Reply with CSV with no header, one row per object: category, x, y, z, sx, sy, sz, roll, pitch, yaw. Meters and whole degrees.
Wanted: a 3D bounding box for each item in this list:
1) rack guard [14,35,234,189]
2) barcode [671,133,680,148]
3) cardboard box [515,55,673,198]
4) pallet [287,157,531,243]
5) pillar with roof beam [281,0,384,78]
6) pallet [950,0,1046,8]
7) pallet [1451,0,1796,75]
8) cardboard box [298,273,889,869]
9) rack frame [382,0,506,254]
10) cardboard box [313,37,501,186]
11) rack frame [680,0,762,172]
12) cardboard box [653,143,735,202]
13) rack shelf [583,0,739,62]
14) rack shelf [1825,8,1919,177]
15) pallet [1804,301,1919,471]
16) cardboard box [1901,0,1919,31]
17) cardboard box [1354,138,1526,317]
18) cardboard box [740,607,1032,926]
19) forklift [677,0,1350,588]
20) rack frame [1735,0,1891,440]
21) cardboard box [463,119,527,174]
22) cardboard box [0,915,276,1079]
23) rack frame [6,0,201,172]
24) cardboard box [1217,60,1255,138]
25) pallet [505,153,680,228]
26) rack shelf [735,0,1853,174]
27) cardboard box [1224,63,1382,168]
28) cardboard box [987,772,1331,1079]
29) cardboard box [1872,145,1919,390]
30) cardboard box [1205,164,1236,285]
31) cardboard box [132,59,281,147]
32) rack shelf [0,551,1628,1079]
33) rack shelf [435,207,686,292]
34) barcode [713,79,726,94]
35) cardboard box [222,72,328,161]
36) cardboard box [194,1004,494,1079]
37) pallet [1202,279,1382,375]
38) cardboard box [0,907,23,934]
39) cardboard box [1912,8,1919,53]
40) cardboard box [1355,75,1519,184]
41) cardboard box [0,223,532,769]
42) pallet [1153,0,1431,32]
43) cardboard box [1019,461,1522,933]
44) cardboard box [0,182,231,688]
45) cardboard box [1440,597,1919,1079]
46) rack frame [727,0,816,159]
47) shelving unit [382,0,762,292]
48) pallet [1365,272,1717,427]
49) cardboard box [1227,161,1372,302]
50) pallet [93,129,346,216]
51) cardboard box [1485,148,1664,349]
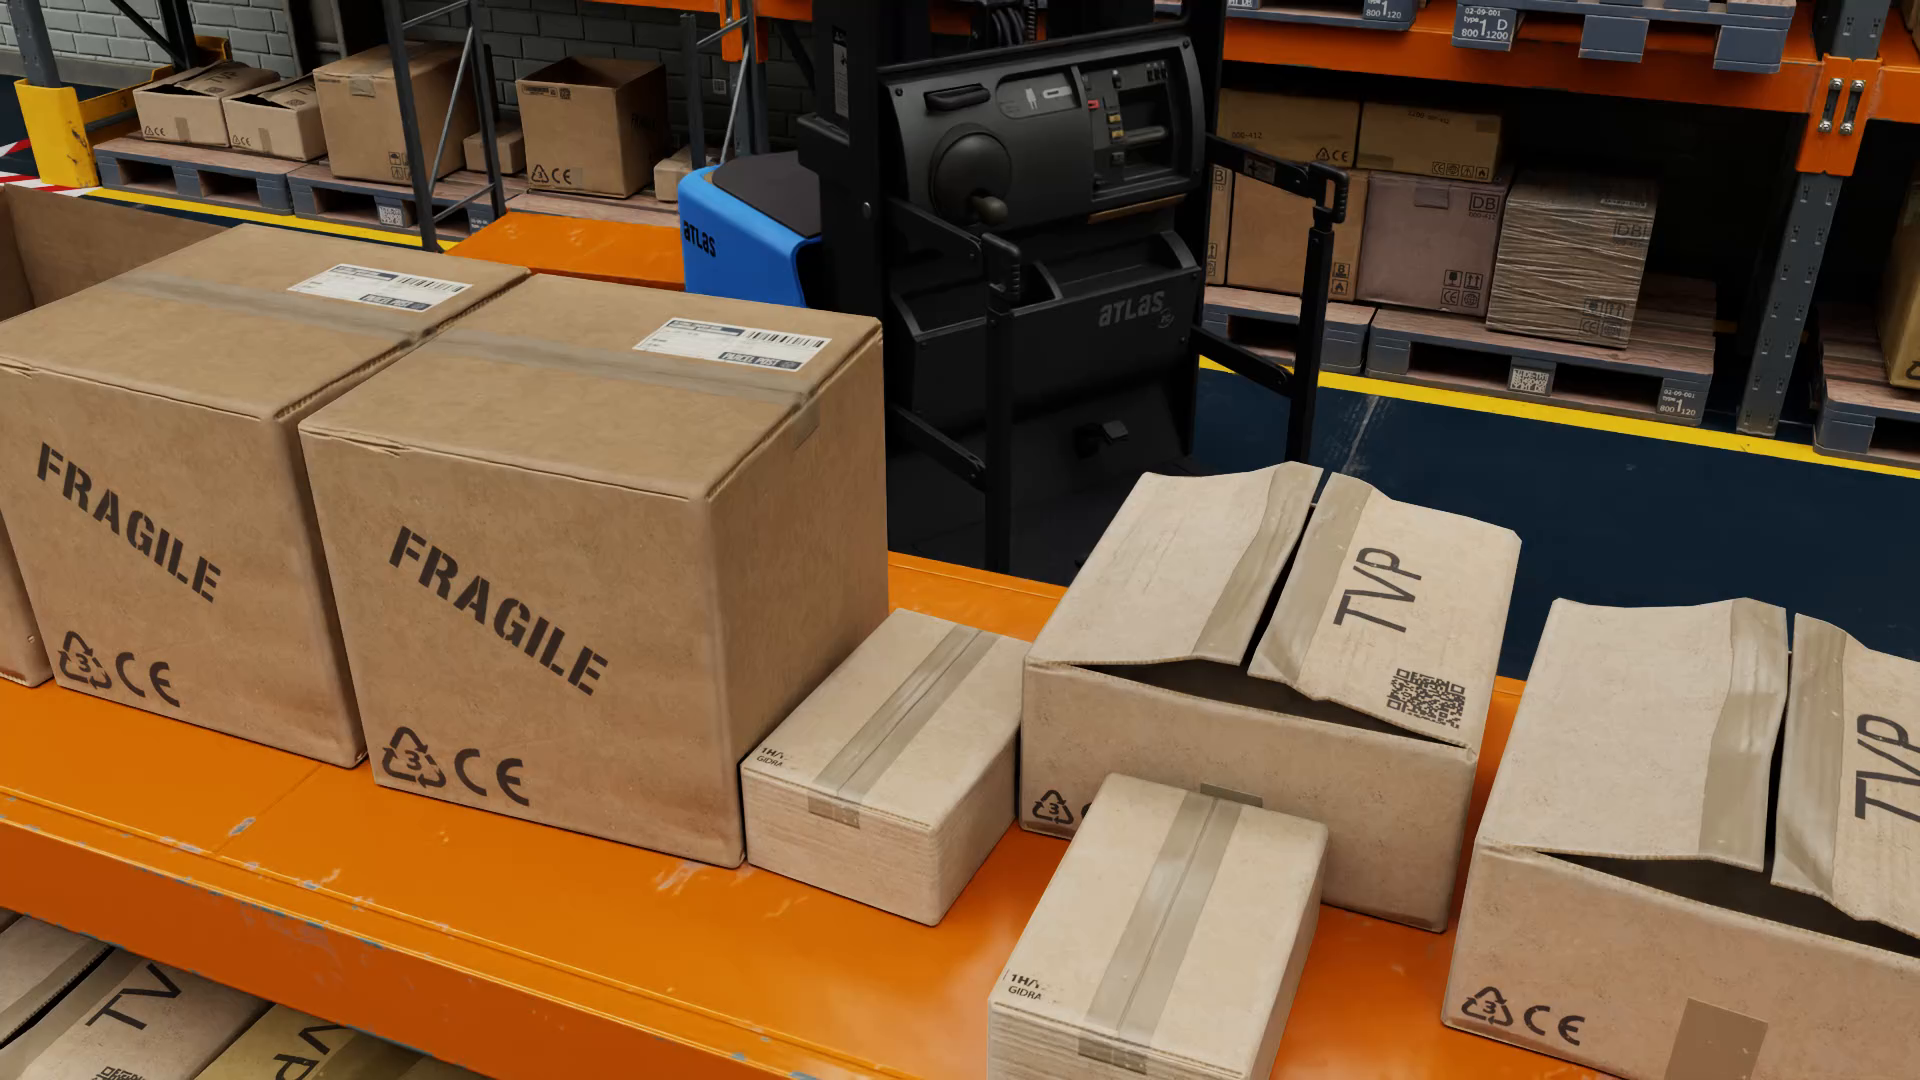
rack guard,-4.336,-2.278,8.772,0.348,0.500,1.175,11,31,19
barcode,-1.375,-1.916,7.969,0.075,0.075,0.001,11,31,19
cardboard box,-1.676,-1.917,7.687,0.500,0.500,0.500,9,31,15
pallet,-2.470,-1.759,8.148,1.213,0.211,1.003,11,31,19
pillar with roof beam,-5.051,-4.294,3.702,0.400,9.000,9.100,11,31,19
pallet,-0.046,-2.349,6.552,1.213,0.211,1.003,11,31,19
pallet,2.306,-1.900,5.758,1.003,0.211,1.213,11,31,19
cardboard box,-0.413,0.013,2.077,0.500,0.500,0.500,10,31,16
rack frame,-1.733,-1.167,5.791,0.032,1.500,0.500,8,30,14
cardboard box,-2.610,-2.050,7.923,0.500,0.500,0.700,9,31,16
rack frame,-0.755,-1.029,5.547,0.032,1.500,0.500,8,30,14
cardboard box,-1.207,-1.684,7.612,0.250,0.166,0.380,7,30,13
rack shelf,-2.553,-2.697,7.704,4.000,0.370,1.077,11,31,19
rack shelf,4.860,-1.217,5.086,4.000,0.370,1.077,11,31,19
pallet,3.709,-0.506,5.931,1.213,0.211,1.003,11,31,19
cardboard box,3.405,-1.856,5.720,0.250,0.149,0.380,12,32,20
cardboard box,1.886,-1.261,6.526,0.500,0.500,0.700,11,31,19
cardboard box,-0.055,0.258,2.000,0.250,0.149,0.380,14,32,23
forklift,0.355,-0.989,4.021,1.130,2.935,3.031,-18,34,-29
rack frame,3.007,-1.900,5.563,0.127,3.000,1.000,11,31,19
cardboard box,-2.174,-1.896,8.005,0.250,0.149,0.380,9,31,15
cardboard box,-1.327,0.770,2.638,0.500,0.311,0.500,10,31,17
rack frame,-4.406,-3.380,8.182,0.127,3.000,1.000,11,31,19
cardboard box,0.881,-1.767,6.659,0.500,0.250,0.500,10,31,18
pallet,-1.335,-1.534,7.750,1.213,0.211,1.003,11,31,19
rack shelf,1.154,-1.957,6.395,4.000,0.370,1.077,11,31,19
cardboard box,1.337,-1.666,6.481,0.500,0.250,0.500,11,31,19
cardboard box,0.211,0.428,1.699,0.250,0.149,0.380,11,31,19
cardboard box,3.639,-0.951,5.642,0.750,0.750,0.750,11,31,18
cardboard box,0.944,-1.429,6.824,0.500,0.500,0.700,12,32,20
cardboard box,-3.799,-2.232,8.436,0.500,0.311,0.500,8,30,13
rack shelf,-0.705,0.240,2.362,3.687,0.071,0.831,11,31,19
rack shelf,-1.244,-0.942,5.758,1.000,0.185,0.538,8,30,14
barcode,-1.110,-2.092,7.671,0.075,0.075,0.001,11,31,19
cardboard box,-3.271,-2.127,8.250,0.500,0.311,0.500,14,32,23
cardboard box,-0.844,0.863,2.472,0.500,0.311,0.500,12,32,20
pallet,1.157,-1.058,6.907,1.213,0.211,1.003,11,31,19
cardboard box,-1.808,0.674,2.806,0.500,0.311,0.500,11,31,19
cardboard box,3.225,-1.633,5.326,0.250,0.149,0.380,11,31,18
cardboard box,1.815,-1.573,6.316,0.500,0.250,0.500,12,32,20
cardboard box,-0.901,-0.085,2.250,0.500,0.500,0.500,11,31,19
pallet,1.157,-2.164,6.225,1.213,0.211,1.003,11,31,19
cardboard box,0.392,0.144,2.037,0.500,0.311,0.500,11,31,19
cardboard box,-1.365,-0.177,2.414,0.500,0.500,0.500,14,32,23
cardboard box,0.827,0.311,1.742,0.500,0.311,0.500,13,32,22
rack frame,-0.700,-2.640,6.873,0.127,3.000,1.000,11,31,19
shelving unit,-1.235,-1.097,5.667,1.083,1.500,0.587,8,30,14
pallet,2.283,-0.831,6.506,1.213,0.211,1.003,11,31,19
cardboard box,1.415,-1.340,6.666,0.500,0.500,0.700,11,31,19
pallet,-3.596,-1.986,8.549,1.213,0.211,1.003,11,31,19
cardboard box,2.320,-1.113,6.264,0.500,0.500,0.700,12,32,20
